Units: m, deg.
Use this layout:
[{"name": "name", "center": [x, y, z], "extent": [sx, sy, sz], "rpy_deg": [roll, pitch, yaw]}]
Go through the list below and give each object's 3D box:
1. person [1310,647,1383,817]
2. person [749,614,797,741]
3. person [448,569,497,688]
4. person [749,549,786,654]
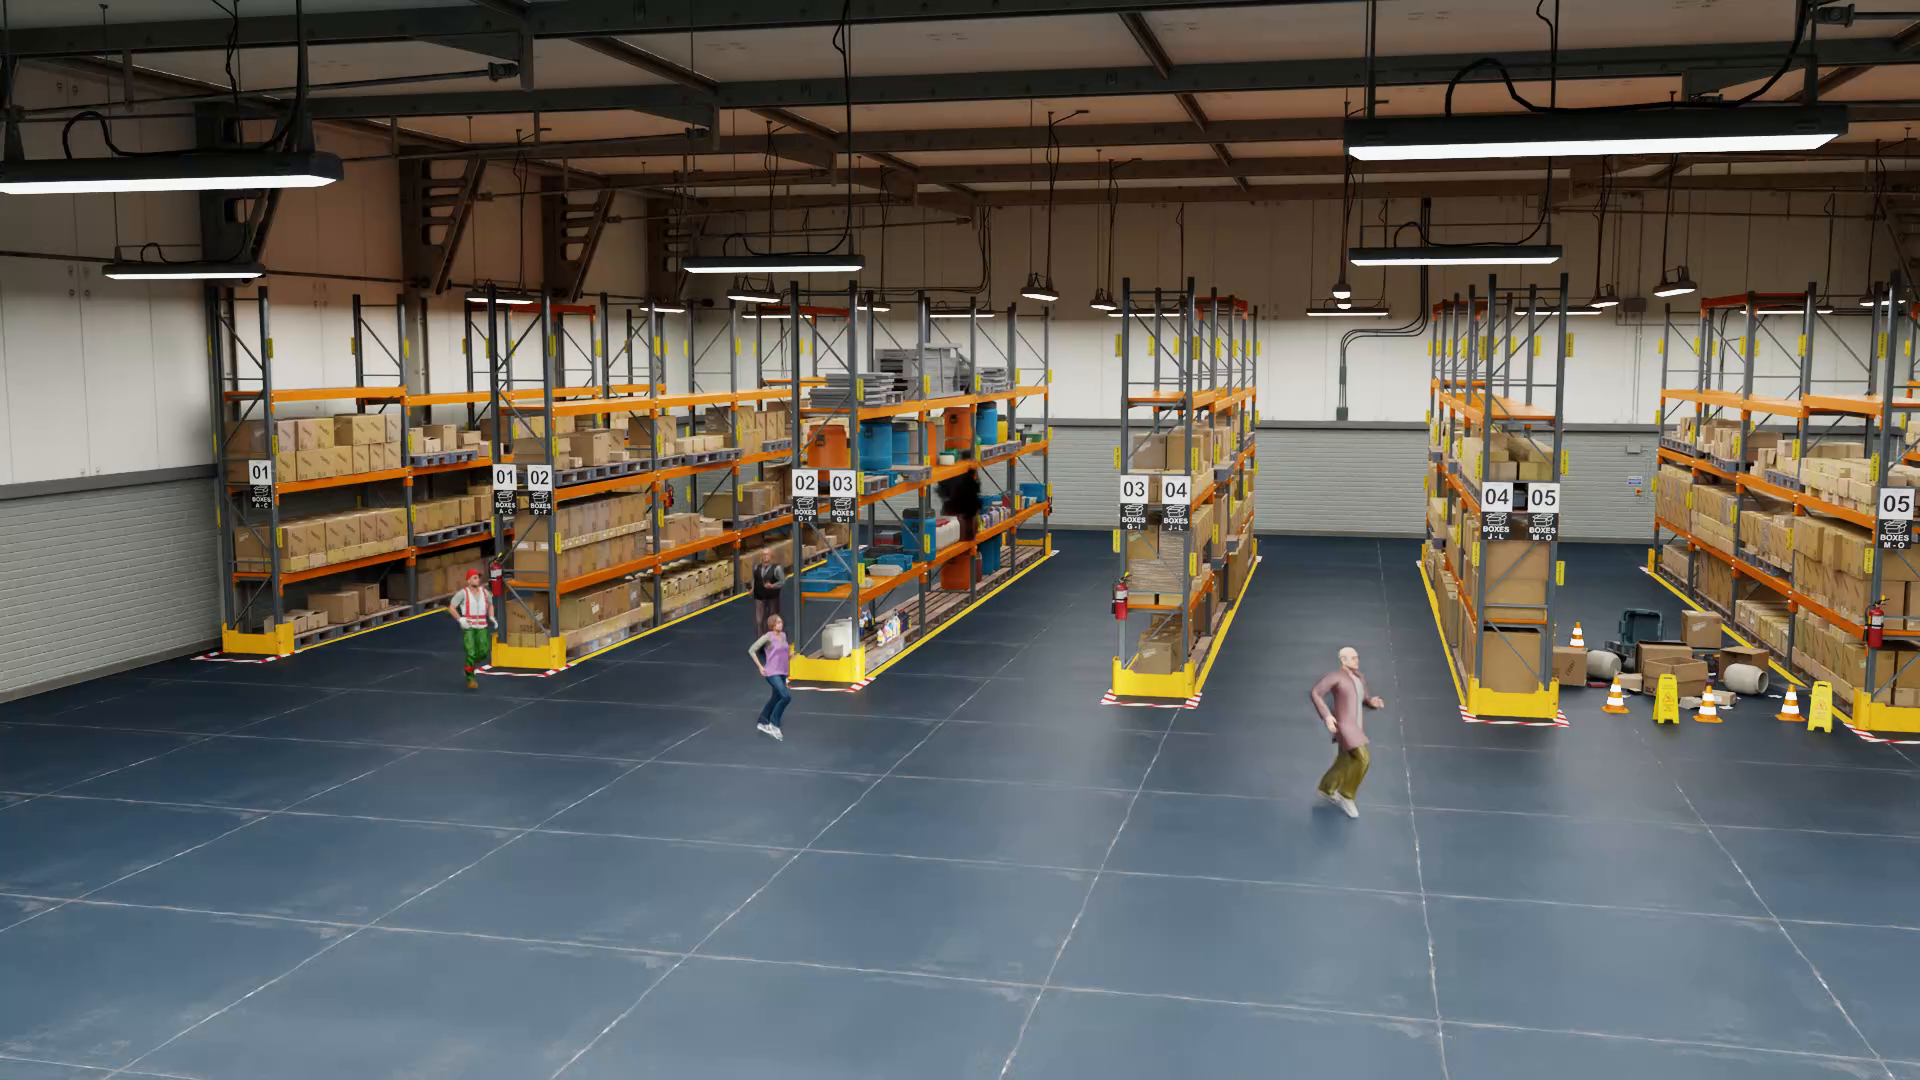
[{"name": "person", "center": [4.200, 2.068, 17.982], "extent": [0.798, 1.823, 0.671], "rpy_deg": [6, 9, 40]}, {"name": "person", "center": [-2.366, 1.763, 21.390], "extent": [0.682, 1.605, 0.503], "rpy_deg": [4, 8, 29]}, {"name": "person", "center": [-7.229, 1.312, 24.748], "extent": [0.716, 1.755, 0.551], "rpy_deg": [-5, 8, -37]}, {"name": "person", "center": [-3.189, 0.994, 27.518], "extent": [0.667, 1.699, 0.915], "rpy_deg": [1, 7, 12]}]
